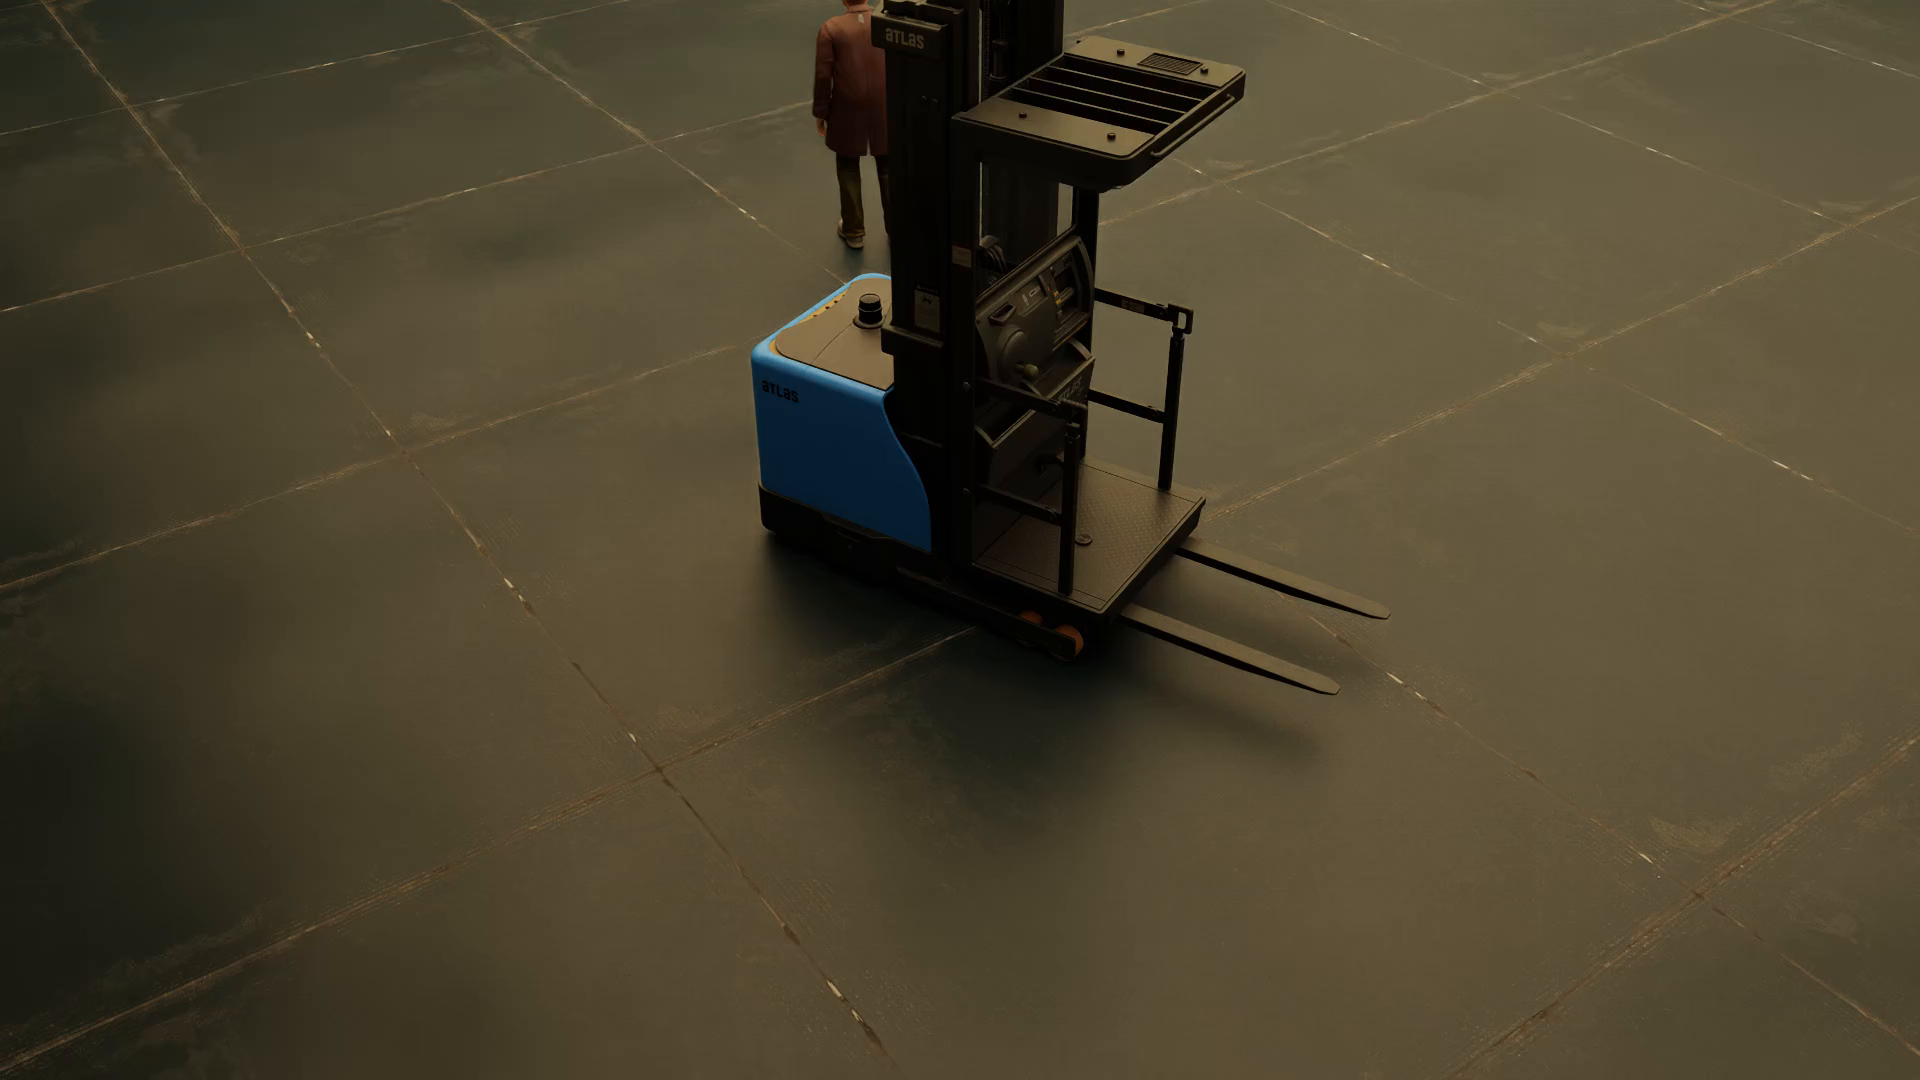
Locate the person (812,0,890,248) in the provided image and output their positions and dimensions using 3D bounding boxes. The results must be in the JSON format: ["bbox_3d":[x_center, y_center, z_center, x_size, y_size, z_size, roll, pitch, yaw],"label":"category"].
[{"bbox_3d":[-0.623,-2.734,10.616,0.652,1.773,0.434,-7,37,-10],"label":"person"}]

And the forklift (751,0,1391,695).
[{"bbox_3d":[0.514,-0.985,7.276,3.031,2.935,1.130,21,41,26],"label":"forklift"}]
